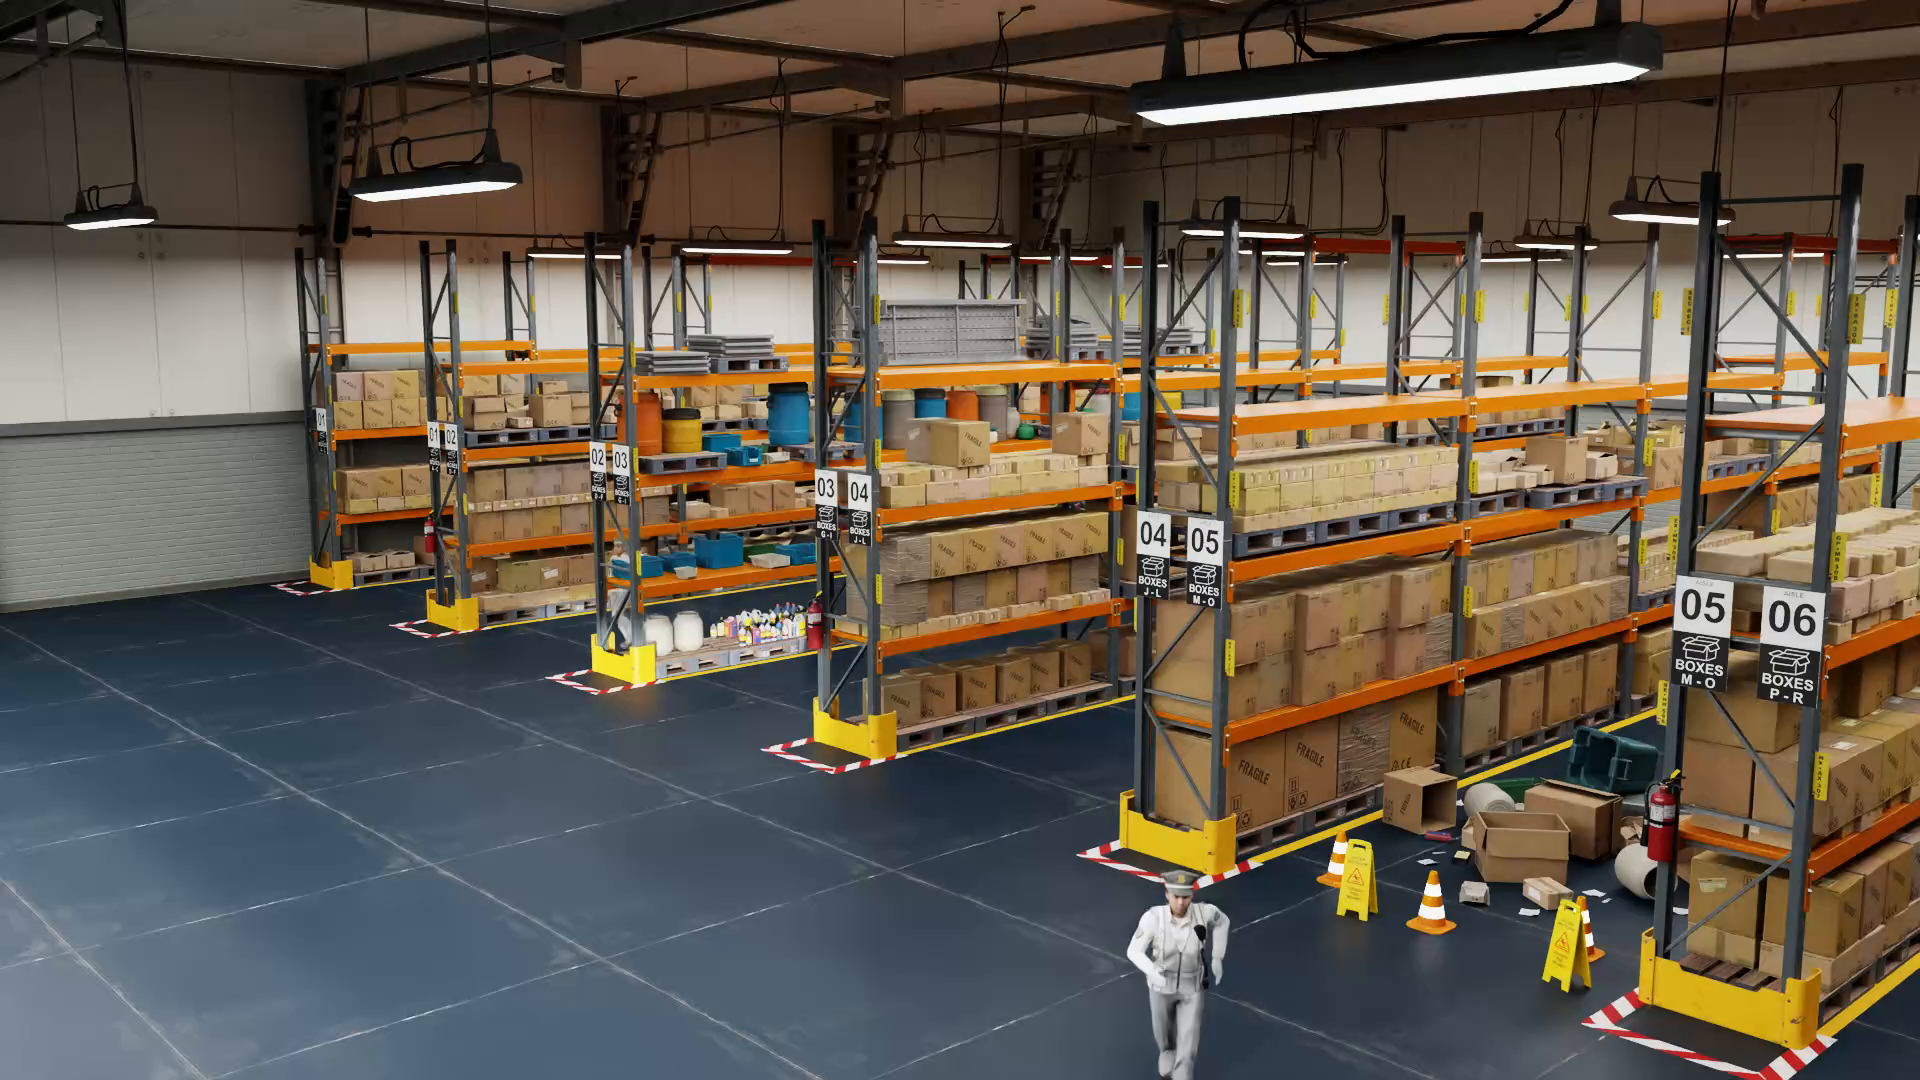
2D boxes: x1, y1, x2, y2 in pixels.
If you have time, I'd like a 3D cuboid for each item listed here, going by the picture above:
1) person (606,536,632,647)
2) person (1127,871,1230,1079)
[{"bbox_3d":[-4.989,0.773,24.377,0.595,1.660,0.584,5,10,31],"label":"person"},{"bbox_3d":[1.375,2.840,10.496,0.649,1.693,0.950,1,8,4],"label":"person"}]
